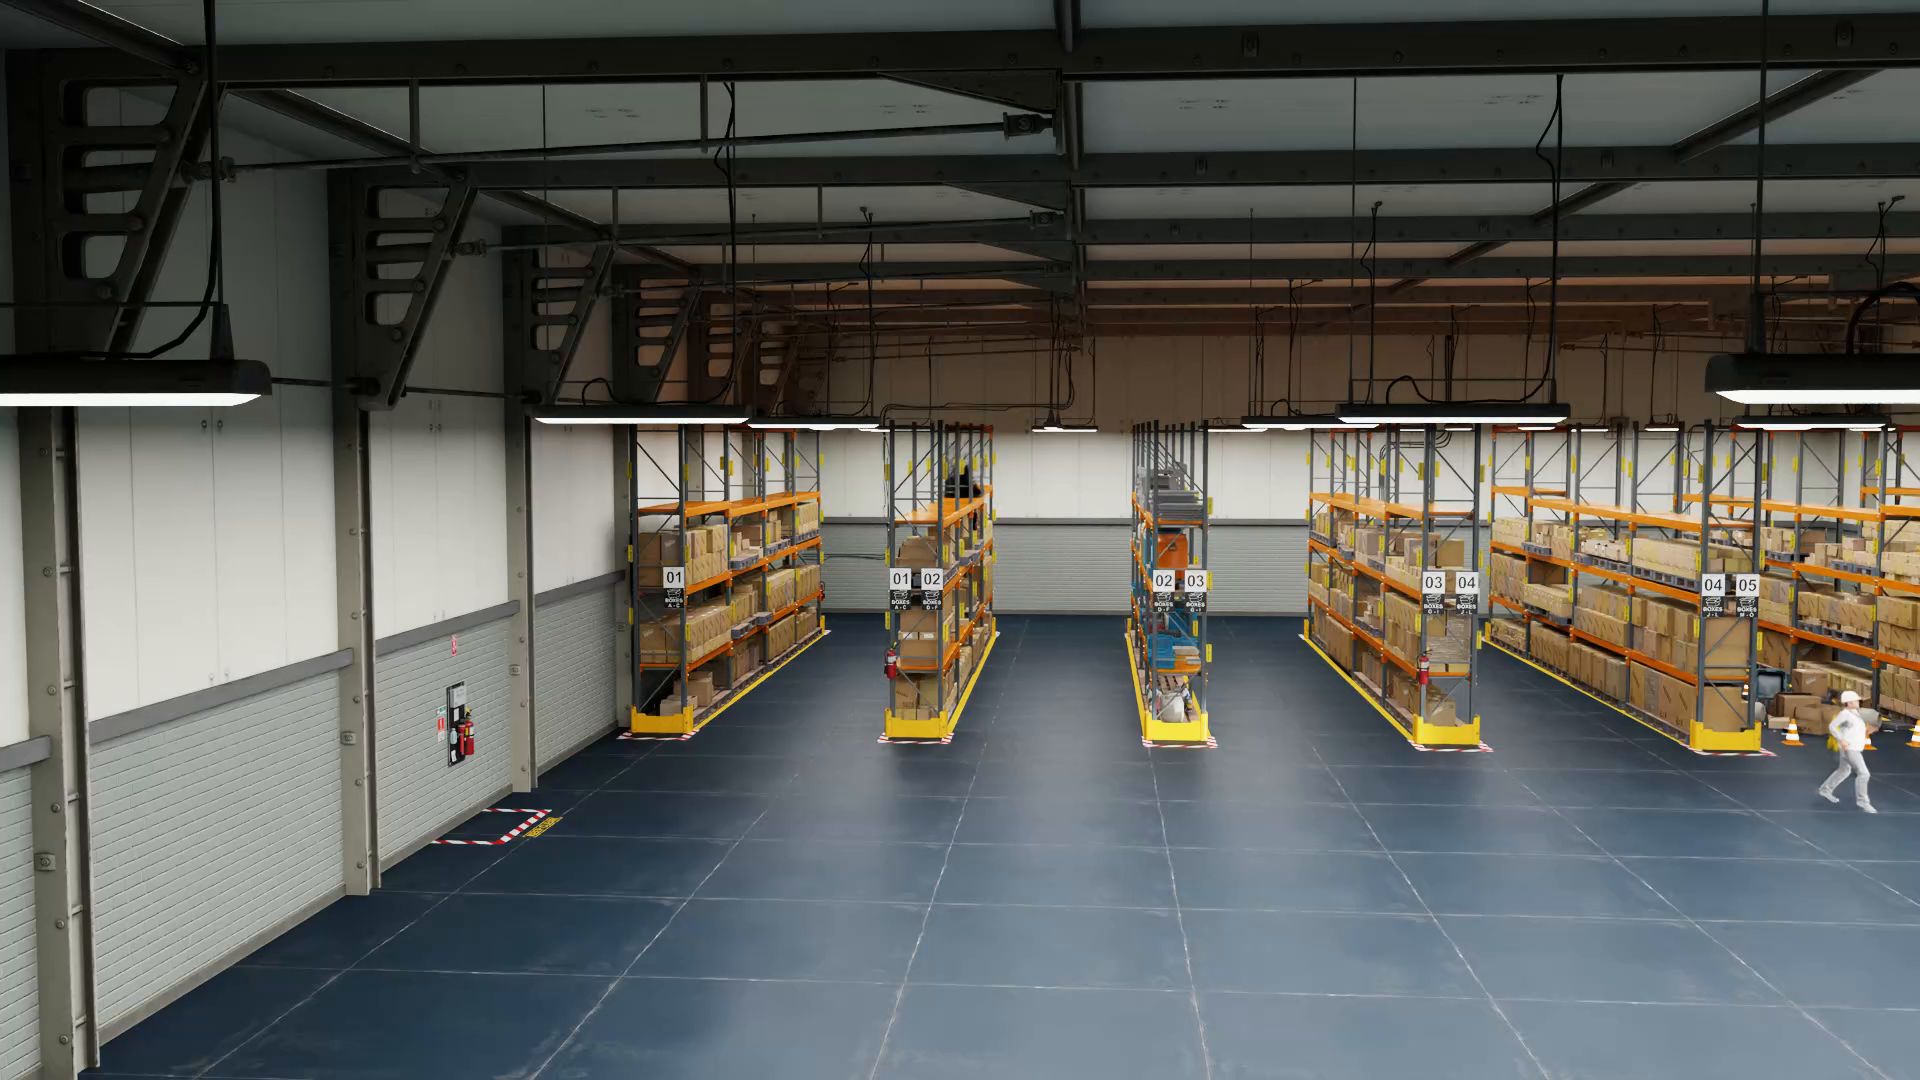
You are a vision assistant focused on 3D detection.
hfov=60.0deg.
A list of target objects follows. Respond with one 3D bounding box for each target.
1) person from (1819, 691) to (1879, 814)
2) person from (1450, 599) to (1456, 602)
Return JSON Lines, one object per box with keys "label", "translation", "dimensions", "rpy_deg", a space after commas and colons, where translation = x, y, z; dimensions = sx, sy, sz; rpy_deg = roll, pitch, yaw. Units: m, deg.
{"label": "person", "translation": [13.597, 3.217, 25.422], "dimensions": [0.825, 1.822, 0.633], "rpy_deg": [3, 4, 35]}
{"label": "person", "translation": [13.326, 2.022, 44.466], "dimensions": [0.714, 1.767, 0.859], "rpy_deg": [1, 4, 14]}
